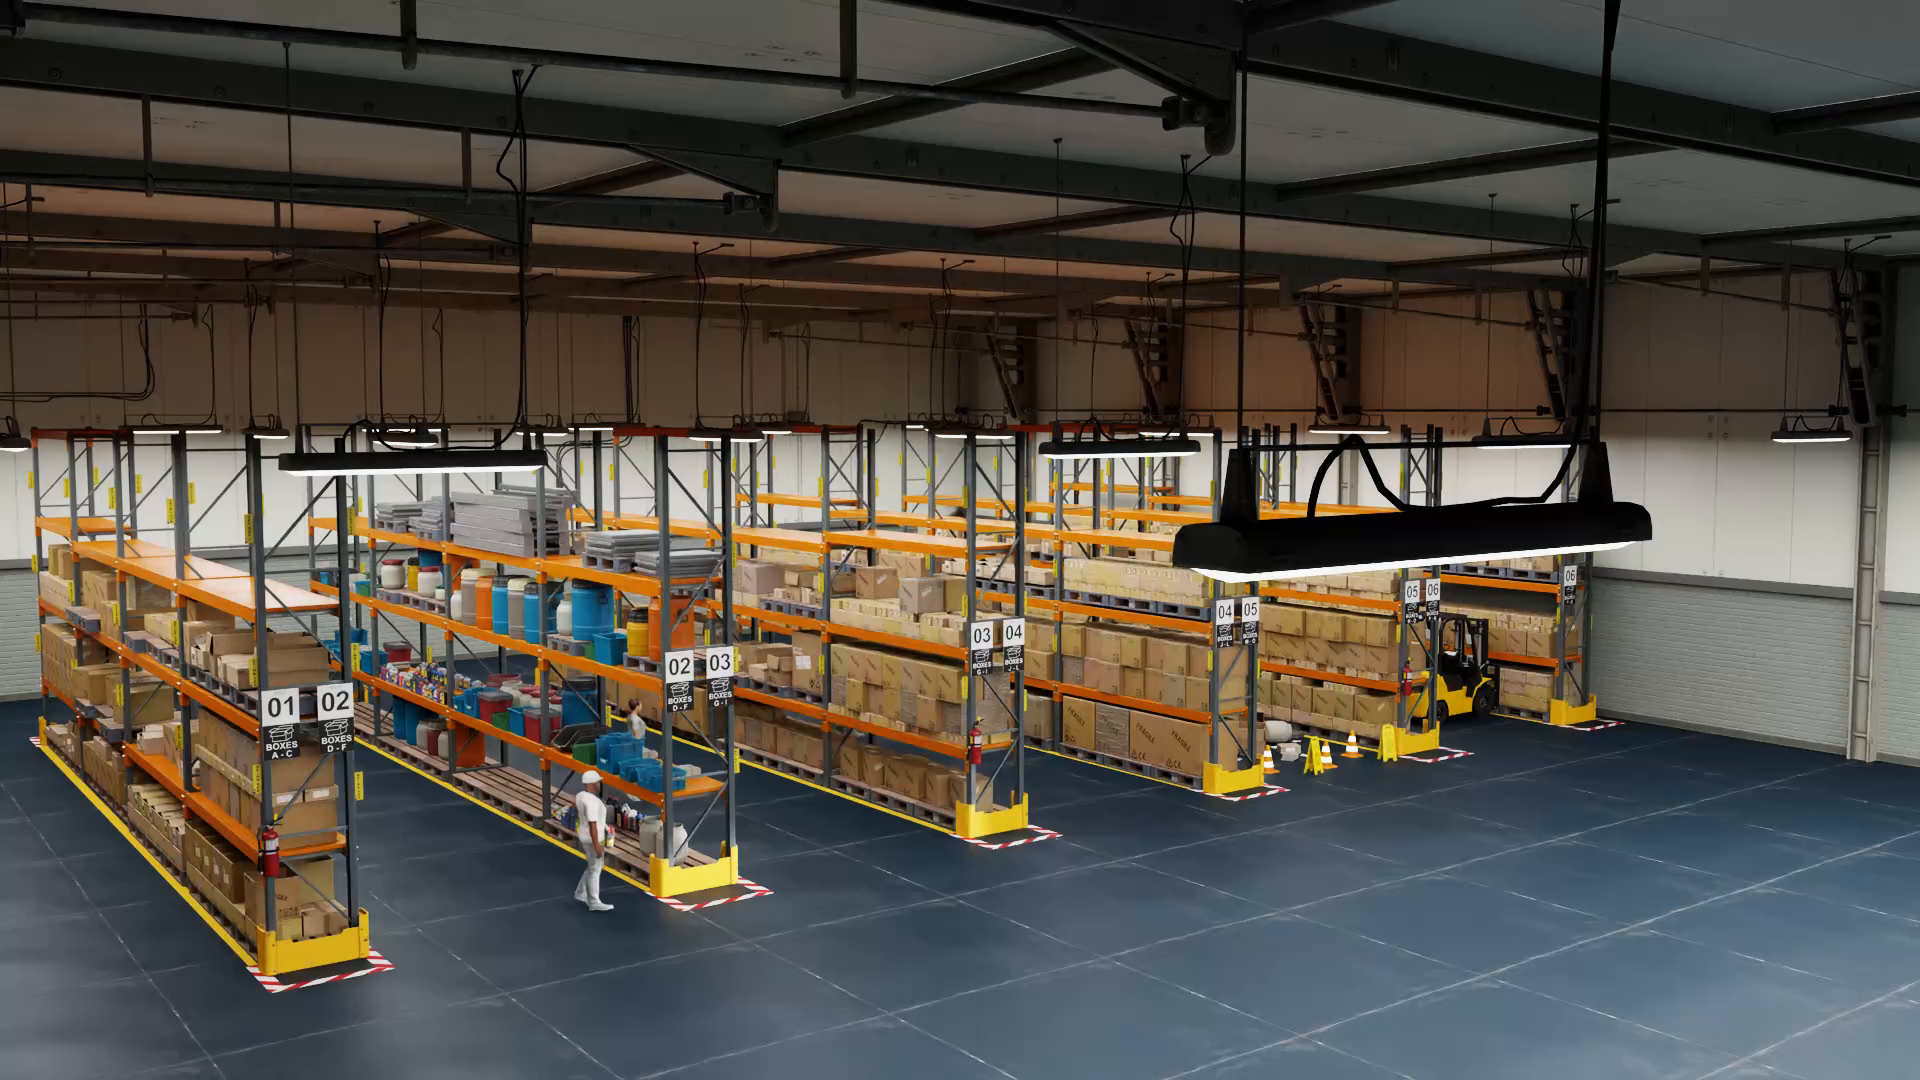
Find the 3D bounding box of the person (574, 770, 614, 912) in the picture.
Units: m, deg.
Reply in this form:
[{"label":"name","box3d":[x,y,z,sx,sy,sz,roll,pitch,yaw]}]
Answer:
[{"label":"person","box3d":[-4.652,3.808,21.071,0.458,1.791,0.636,-2,5,-19]}]

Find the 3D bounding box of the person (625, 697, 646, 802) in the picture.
[{"label":"person","box3d":[-5.245,3.421,27.057,0.394,1.742,0.501,-1,5,-12]}]

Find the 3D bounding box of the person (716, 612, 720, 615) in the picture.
[{"label":"person","box3d":[-5.598,2.474,37.744,0.571,1.759,0.488,1,5,8]}]

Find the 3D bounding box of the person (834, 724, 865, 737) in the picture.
[{"label":"person","box3d":[-2.122,2.935,32.248,0.511,1.791,0.608,-1,5,-17]}]
